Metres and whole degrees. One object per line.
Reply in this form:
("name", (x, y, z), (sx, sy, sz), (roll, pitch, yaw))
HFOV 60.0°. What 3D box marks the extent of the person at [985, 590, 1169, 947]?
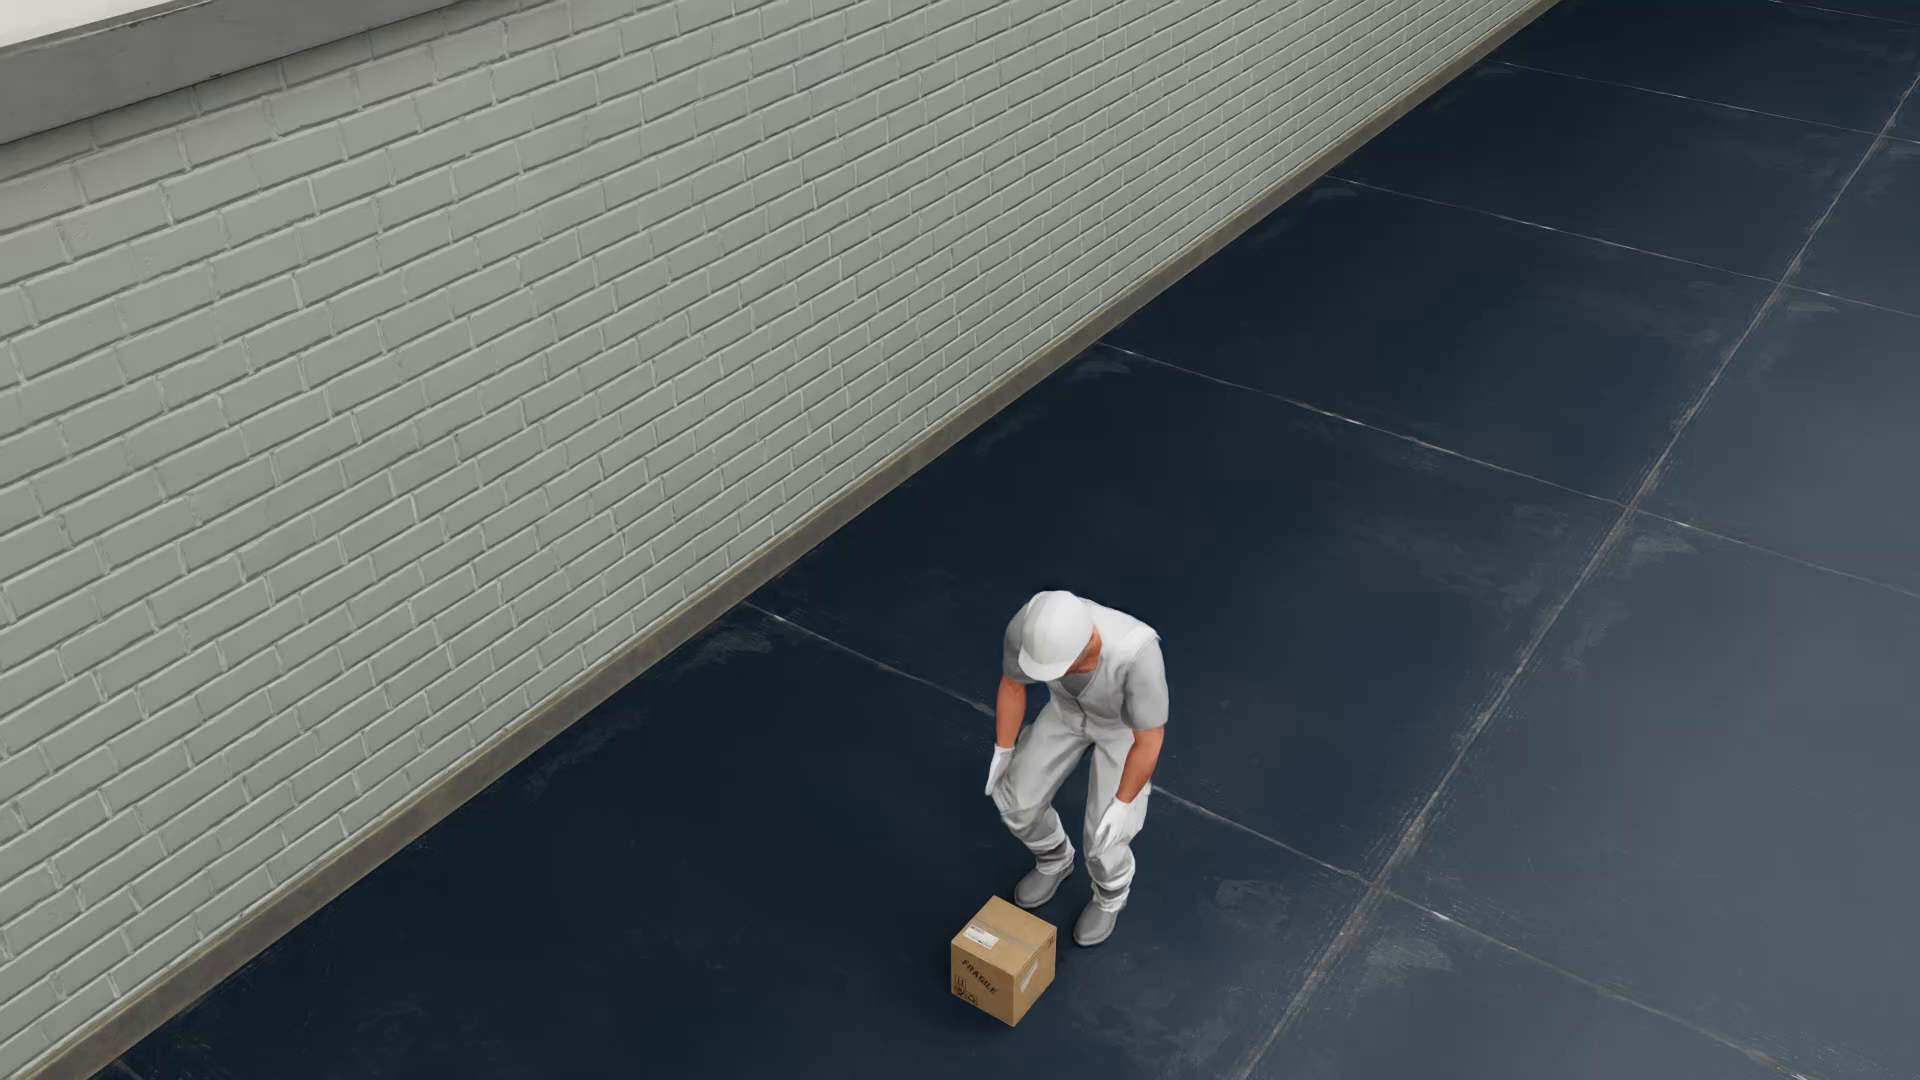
("person", (0.408, 0.683, 5.376), (0.581, 1.500, 0.711), (22, 40, 28))
